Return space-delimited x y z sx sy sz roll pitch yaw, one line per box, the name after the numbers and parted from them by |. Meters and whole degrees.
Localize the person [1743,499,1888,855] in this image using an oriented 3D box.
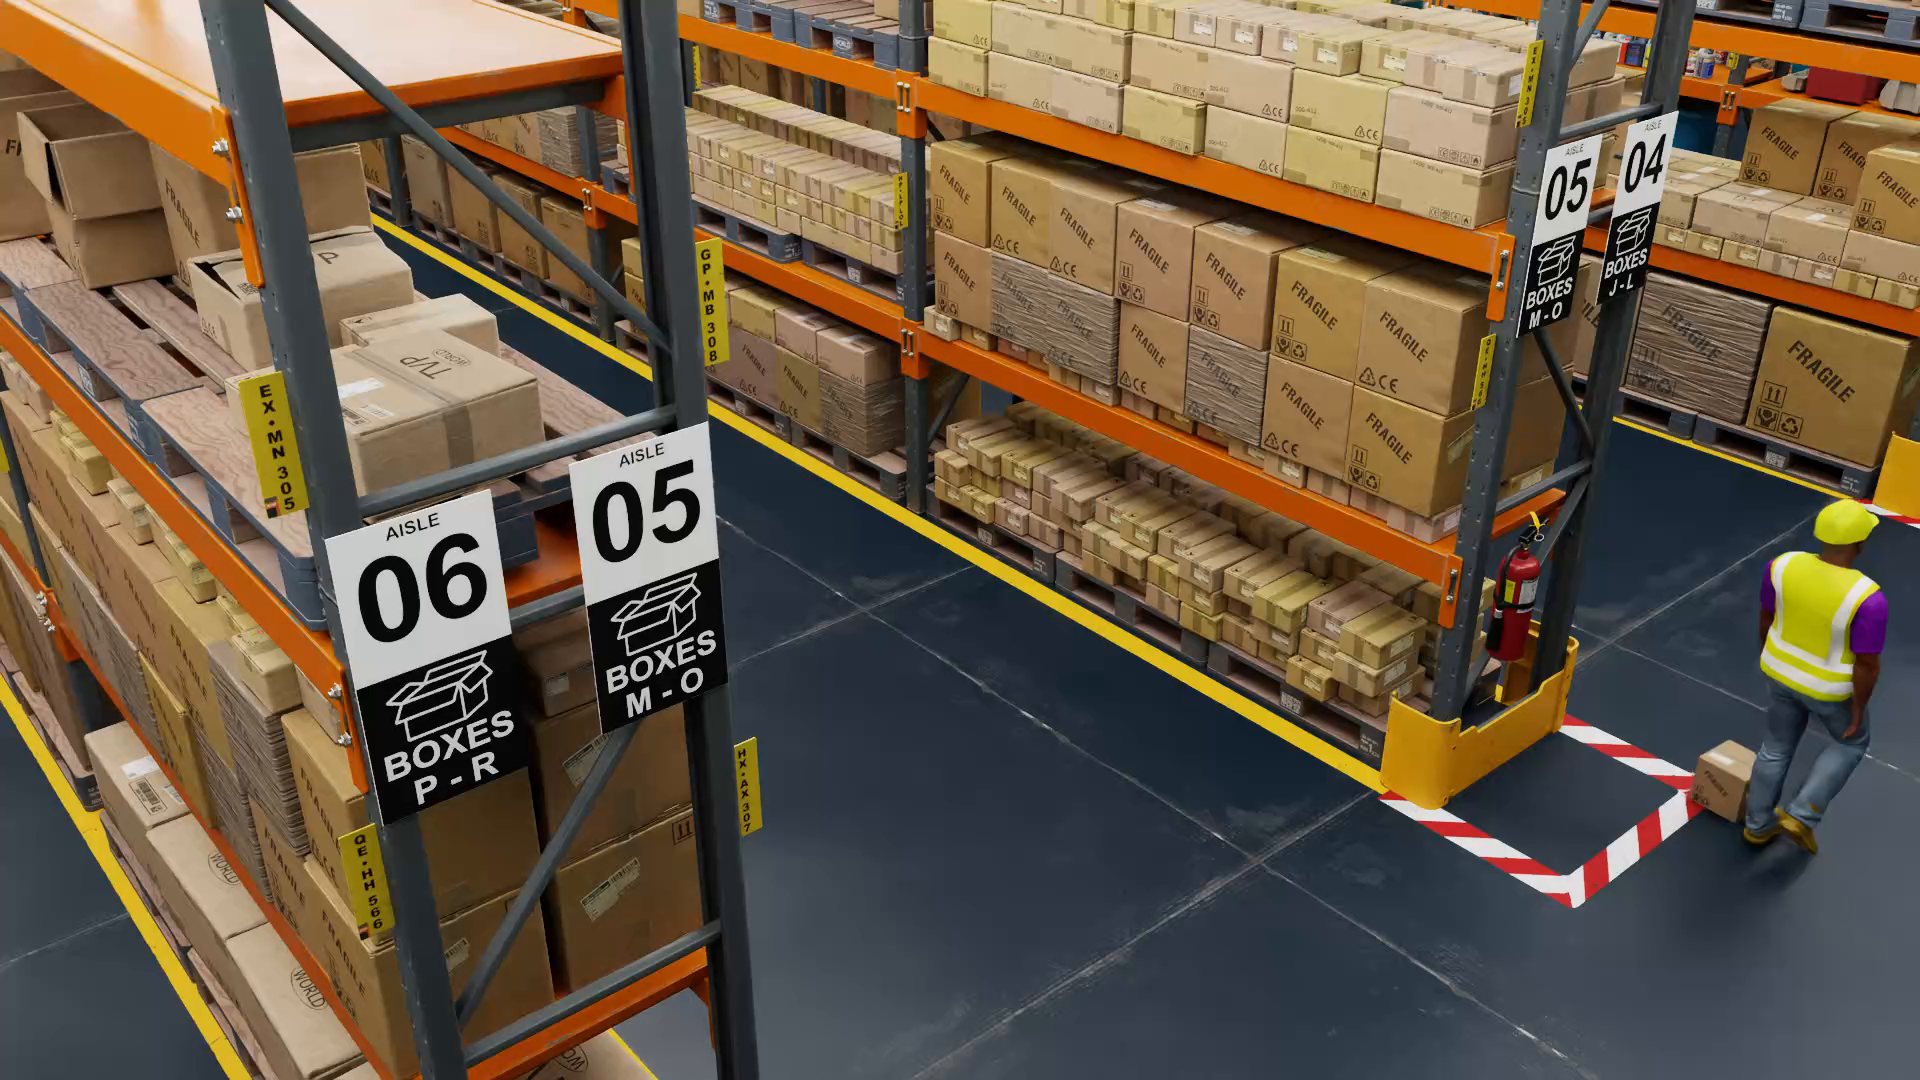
3.820 0.604 7.425 0.480 1.779 0.580 -19 34 -32 | person
